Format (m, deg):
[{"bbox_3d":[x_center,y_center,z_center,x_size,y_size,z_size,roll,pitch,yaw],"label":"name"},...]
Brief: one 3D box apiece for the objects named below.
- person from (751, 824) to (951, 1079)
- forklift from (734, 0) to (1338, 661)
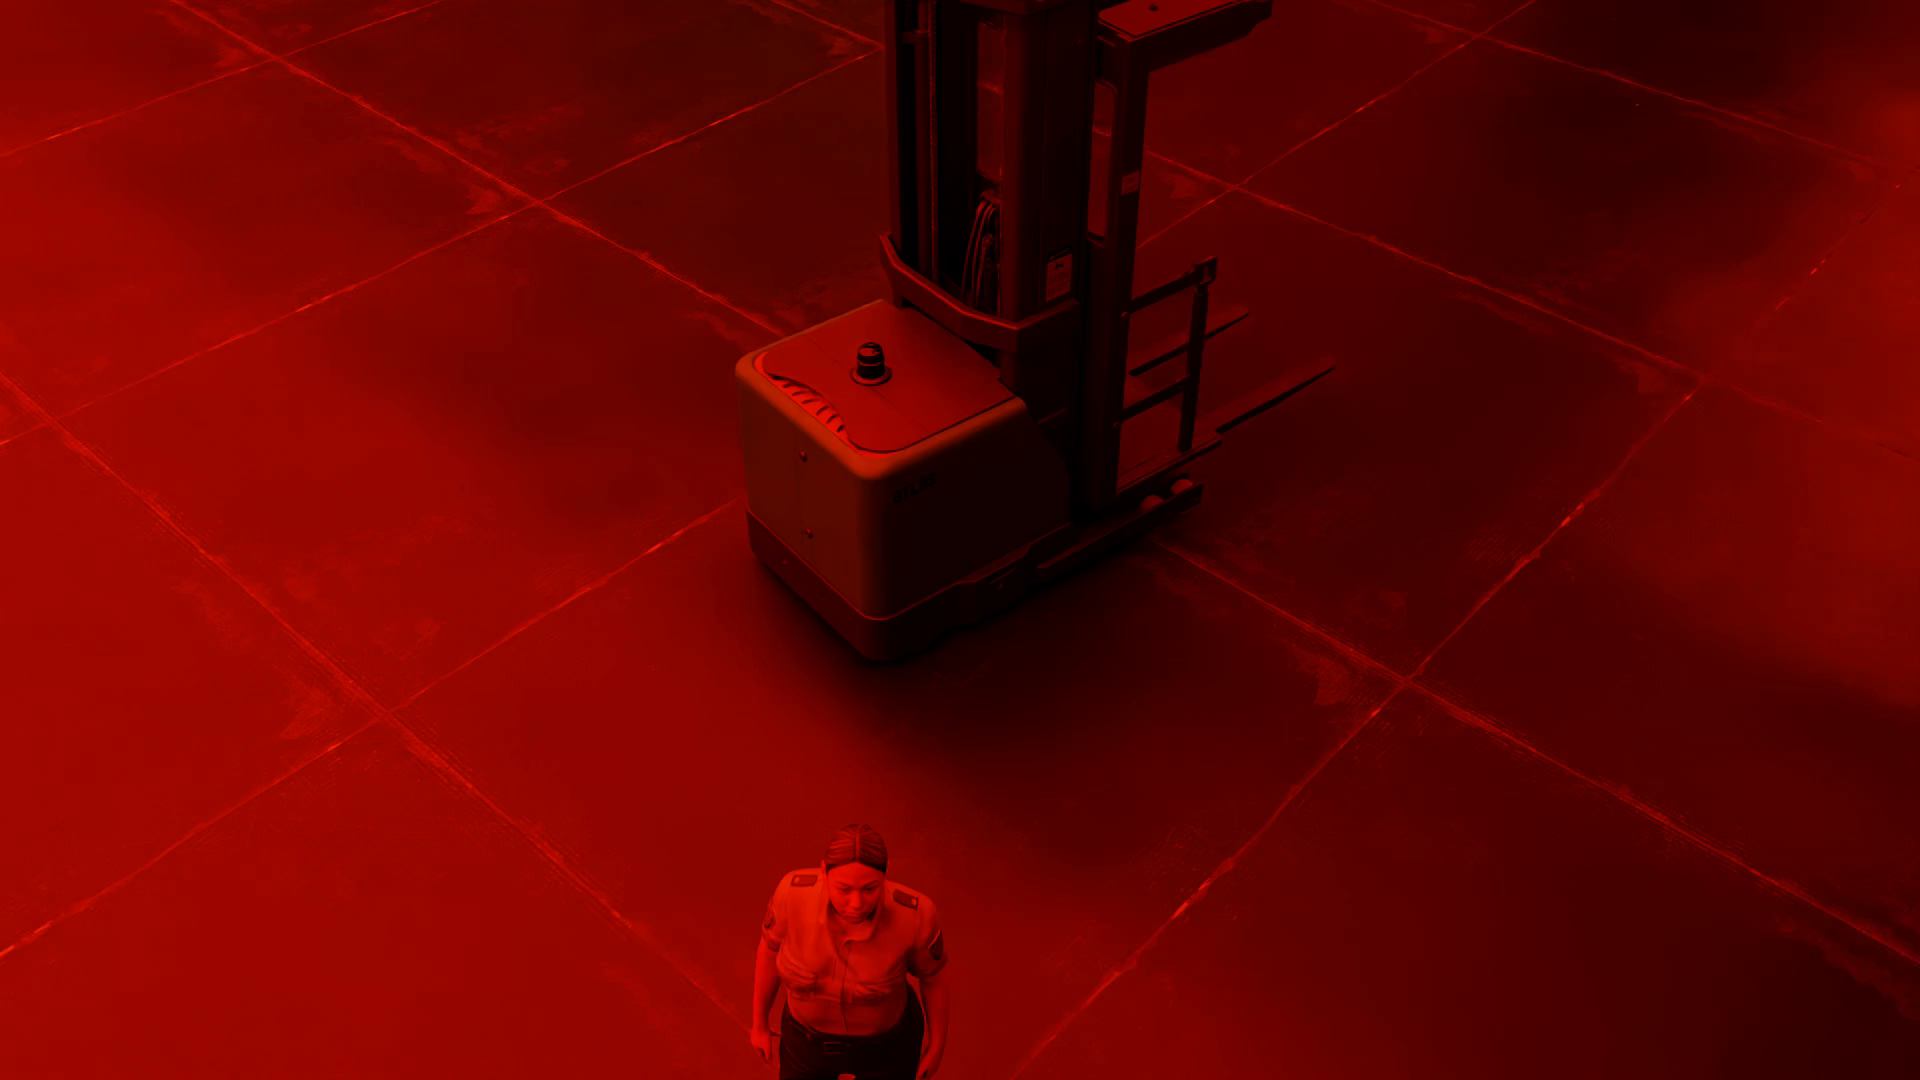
[{"bbox_3d":[-0.328,1.464,4.704,0.580,1.658,0.484,5,41,6],"label":"person"},{"bbox_3d":[0.513,-1.400,7.060,3.031,2.935,1.130,-27,48,-28],"label":"forklift"}]
